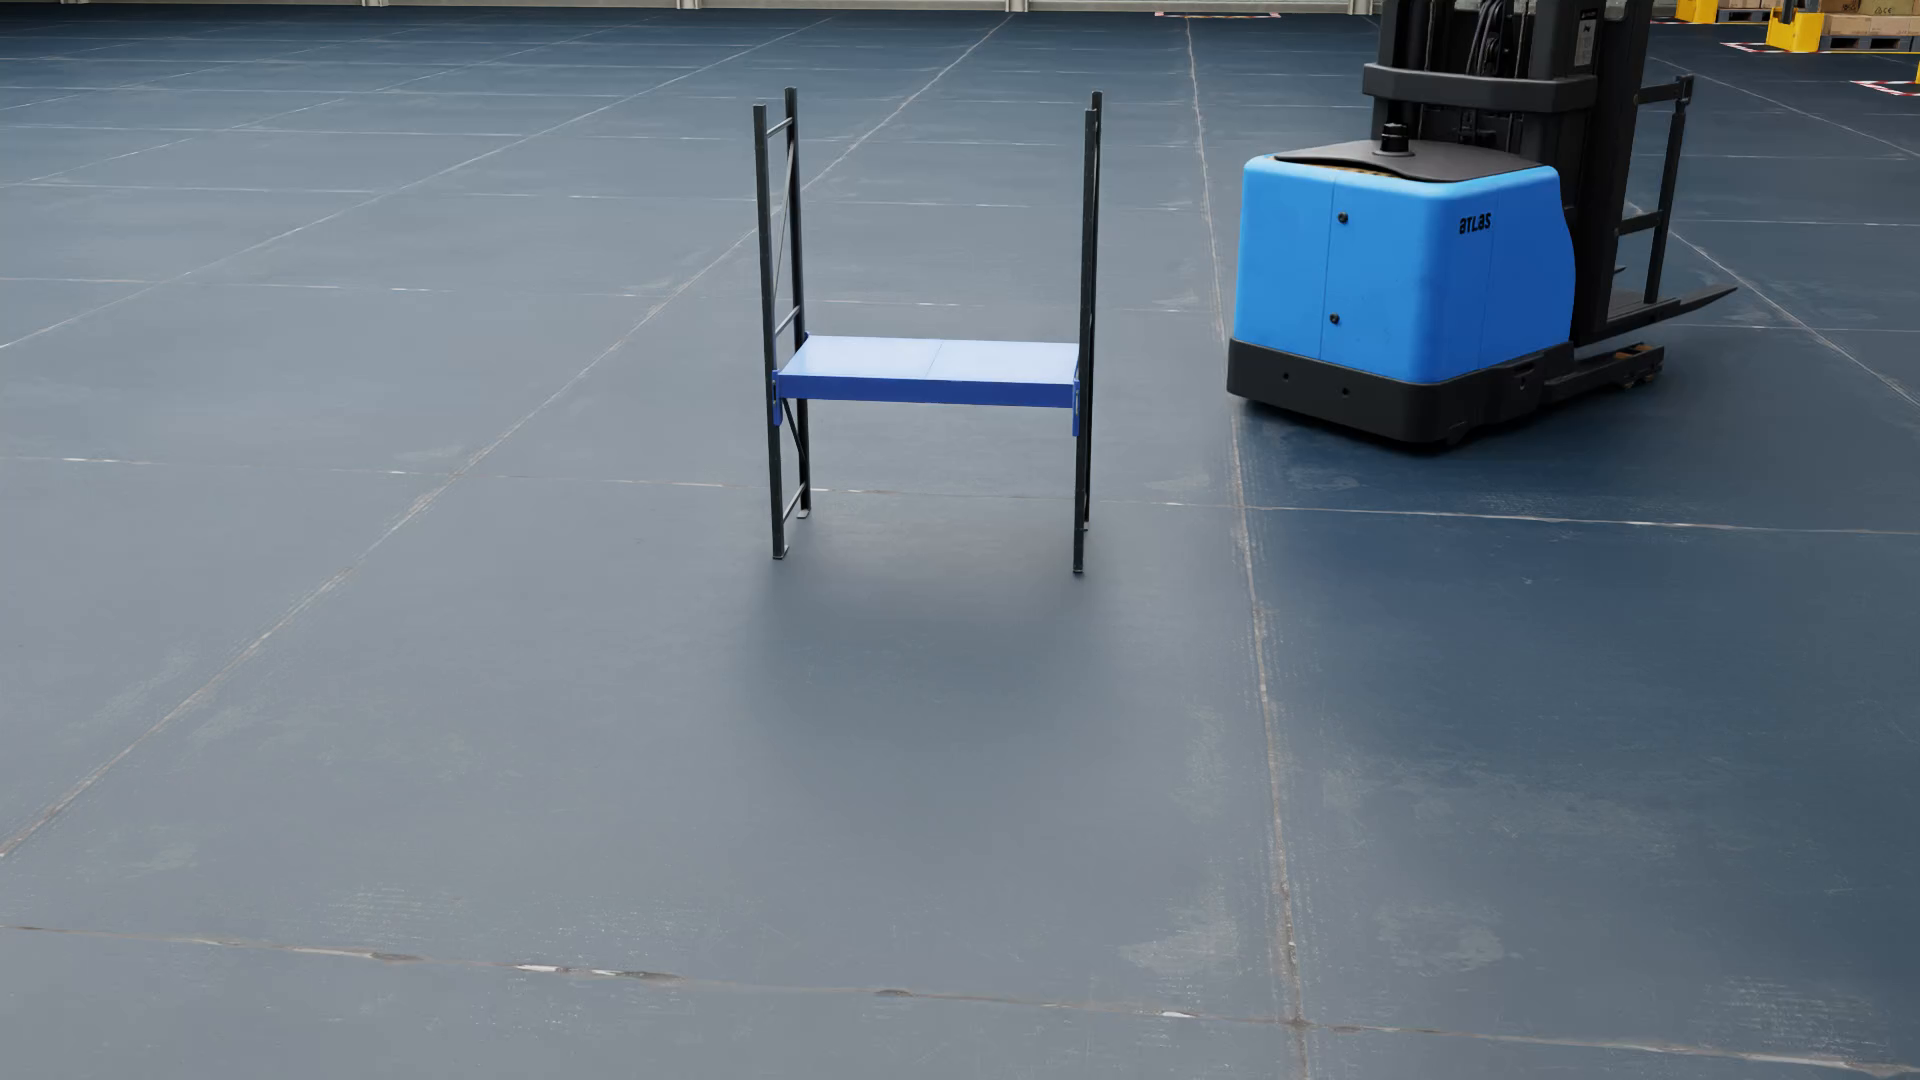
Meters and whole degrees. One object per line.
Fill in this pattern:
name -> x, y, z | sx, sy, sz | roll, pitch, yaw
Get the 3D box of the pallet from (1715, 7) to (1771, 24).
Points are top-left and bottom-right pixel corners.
pallet -> 13.022, -8.690, 27.497 | 1.213, 0.211, 1.003 | 2, 22, 6

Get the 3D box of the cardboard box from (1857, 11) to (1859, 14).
cardboard box -> 12.630, -7.213, 23.138 | 0.500, 0.250, 0.500 | 2, 22, 6

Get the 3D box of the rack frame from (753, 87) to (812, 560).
rack frame -> -0.590, -0.723, 5.593 | 0.032, 1.500, 0.500 | 2, 22, 6

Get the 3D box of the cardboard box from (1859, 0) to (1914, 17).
cardboard box -> 12.567, -7.369, 22.512 | 0.500, 0.500, 0.500 | 2, 22, 6

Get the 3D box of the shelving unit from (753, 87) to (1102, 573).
shelving unit -> -0.085, -0.701, 5.538 | 1.048, 1.500, 0.538 | 2, 22, 6

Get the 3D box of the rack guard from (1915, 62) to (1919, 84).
rack guard -> 11.059, -5.272, 18.459 | 0.348, 0.500, 1.175 | 2, 22, 6

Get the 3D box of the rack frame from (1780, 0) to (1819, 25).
rack frame -> 11.564, -8.229, 22.539 | 0.127, 3.000, 1.000 | 2, 22, 6

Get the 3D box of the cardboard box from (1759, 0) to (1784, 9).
cardboard box -> 13.386, -8.904, 27.306 | 0.500, 0.311, 0.500 | 4, 22, 11

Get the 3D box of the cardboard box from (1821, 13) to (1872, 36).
cardboard box -> 12.071, -7.041, 22.703 | 0.500, 0.250, 0.500 | 2, 22, 6

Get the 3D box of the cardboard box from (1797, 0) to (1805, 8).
cardboard box -> 14.109, -8.942, 27.145 | 0.500, 0.500, 0.700 | 1, 22, 3

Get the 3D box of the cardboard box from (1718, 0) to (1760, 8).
cardboard box -> 12.820, -8.929, 27.368 | 0.500, 0.311, 0.500 | 0, 22, 0

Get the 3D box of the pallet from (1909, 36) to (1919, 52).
pallet -> 13.537, -6.861, 22.870 | 1.213, 0.211, 1.003 | 2, 22, 6

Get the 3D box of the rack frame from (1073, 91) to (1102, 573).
rack frame -> 0.420, -0.679, 5.482 | 0.032, 1.500, 0.500 | 2, 22, 6

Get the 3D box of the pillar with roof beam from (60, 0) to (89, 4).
pillar with roof beam -> -17.358, -12.839, 26.041 | 0.400, 9.000, 9.100 | 2, 22, 6

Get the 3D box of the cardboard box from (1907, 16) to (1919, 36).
cardboard box -> 13.064, -6.999, 22.596 | 0.500, 0.250, 0.500 | 2, 22, 6

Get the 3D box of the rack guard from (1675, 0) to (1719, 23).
rack guard -> 12.219, -8.872, 27.565 | 0.348, 0.500, 1.175 | 2, 22, 6

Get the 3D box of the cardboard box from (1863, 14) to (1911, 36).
cardboard box -> 12.568, -7.021, 22.652 | 0.500, 0.250, 0.500 | 2, 22, 6

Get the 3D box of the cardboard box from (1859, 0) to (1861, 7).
cardboard box -> 15.080, -8.937, 27.131 | 0.500, 0.500, 0.500 | 1, 22, 2

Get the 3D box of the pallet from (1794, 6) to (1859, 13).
pallet -> 14.230, -8.636, 27.361 | 1.213, 0.211, 1.003 | 2, 22, 6

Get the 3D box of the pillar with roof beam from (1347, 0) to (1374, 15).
pillar with roof beam -> 6.476, -11.801, 23.414 | 0.400, 9.000, 9.100 | 2, 22, 6

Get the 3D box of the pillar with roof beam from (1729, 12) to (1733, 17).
pillar with roof beam -> 12.434, -11.541, 22.757 | 0.400, 9.000, 9.100 | 2, 22, 6

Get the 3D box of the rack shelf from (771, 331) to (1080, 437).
rack shelf -> -0.085, -0.534, 5.604 | 1.000, 0.185, 0.538 | 2, 22, 6

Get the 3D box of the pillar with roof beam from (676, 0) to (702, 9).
pillar with roof beam -> -5.441, -12.320, 24.727 | 0.400, 9.000, 9.100 | 2, 22, 6

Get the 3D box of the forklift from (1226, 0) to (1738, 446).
forklift -> 2.605, -2.174, 7.317 | 3.031, 2.935, 1.130 | -18, 28, -38

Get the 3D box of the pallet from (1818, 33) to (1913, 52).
pallet -> 12.329, -6.914, 23.006 | 1.213, 0.211, 1.003 | 2, 22, 6

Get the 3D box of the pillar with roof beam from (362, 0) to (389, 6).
pillar with roof beam -> -11.399, -12.580, 25.384 | 0.400, 9.000, 9.100 | 2, 22, 6

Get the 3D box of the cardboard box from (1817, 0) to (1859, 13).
cardboard box -> 12.132, -7.580, 23.045 | 0.500, 0.500, 0.500 | 2, 22, 6

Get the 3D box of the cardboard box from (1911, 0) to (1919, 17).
cardboard box -> 13.066, -7.352, 22.469 | 0.500, 0.500, 0.500 | 2, 22, 6

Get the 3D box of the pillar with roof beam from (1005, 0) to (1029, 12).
pillar with roof beam -> 0.517, -12.061, 24.071 | 0.400, 9.000, 9.100 | 2, 22, 6

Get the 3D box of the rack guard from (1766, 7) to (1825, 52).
rack guard -> 11.541, -7.068, 23.001 | 0.348, 0.500, 1.175 | 2, 22, 6
